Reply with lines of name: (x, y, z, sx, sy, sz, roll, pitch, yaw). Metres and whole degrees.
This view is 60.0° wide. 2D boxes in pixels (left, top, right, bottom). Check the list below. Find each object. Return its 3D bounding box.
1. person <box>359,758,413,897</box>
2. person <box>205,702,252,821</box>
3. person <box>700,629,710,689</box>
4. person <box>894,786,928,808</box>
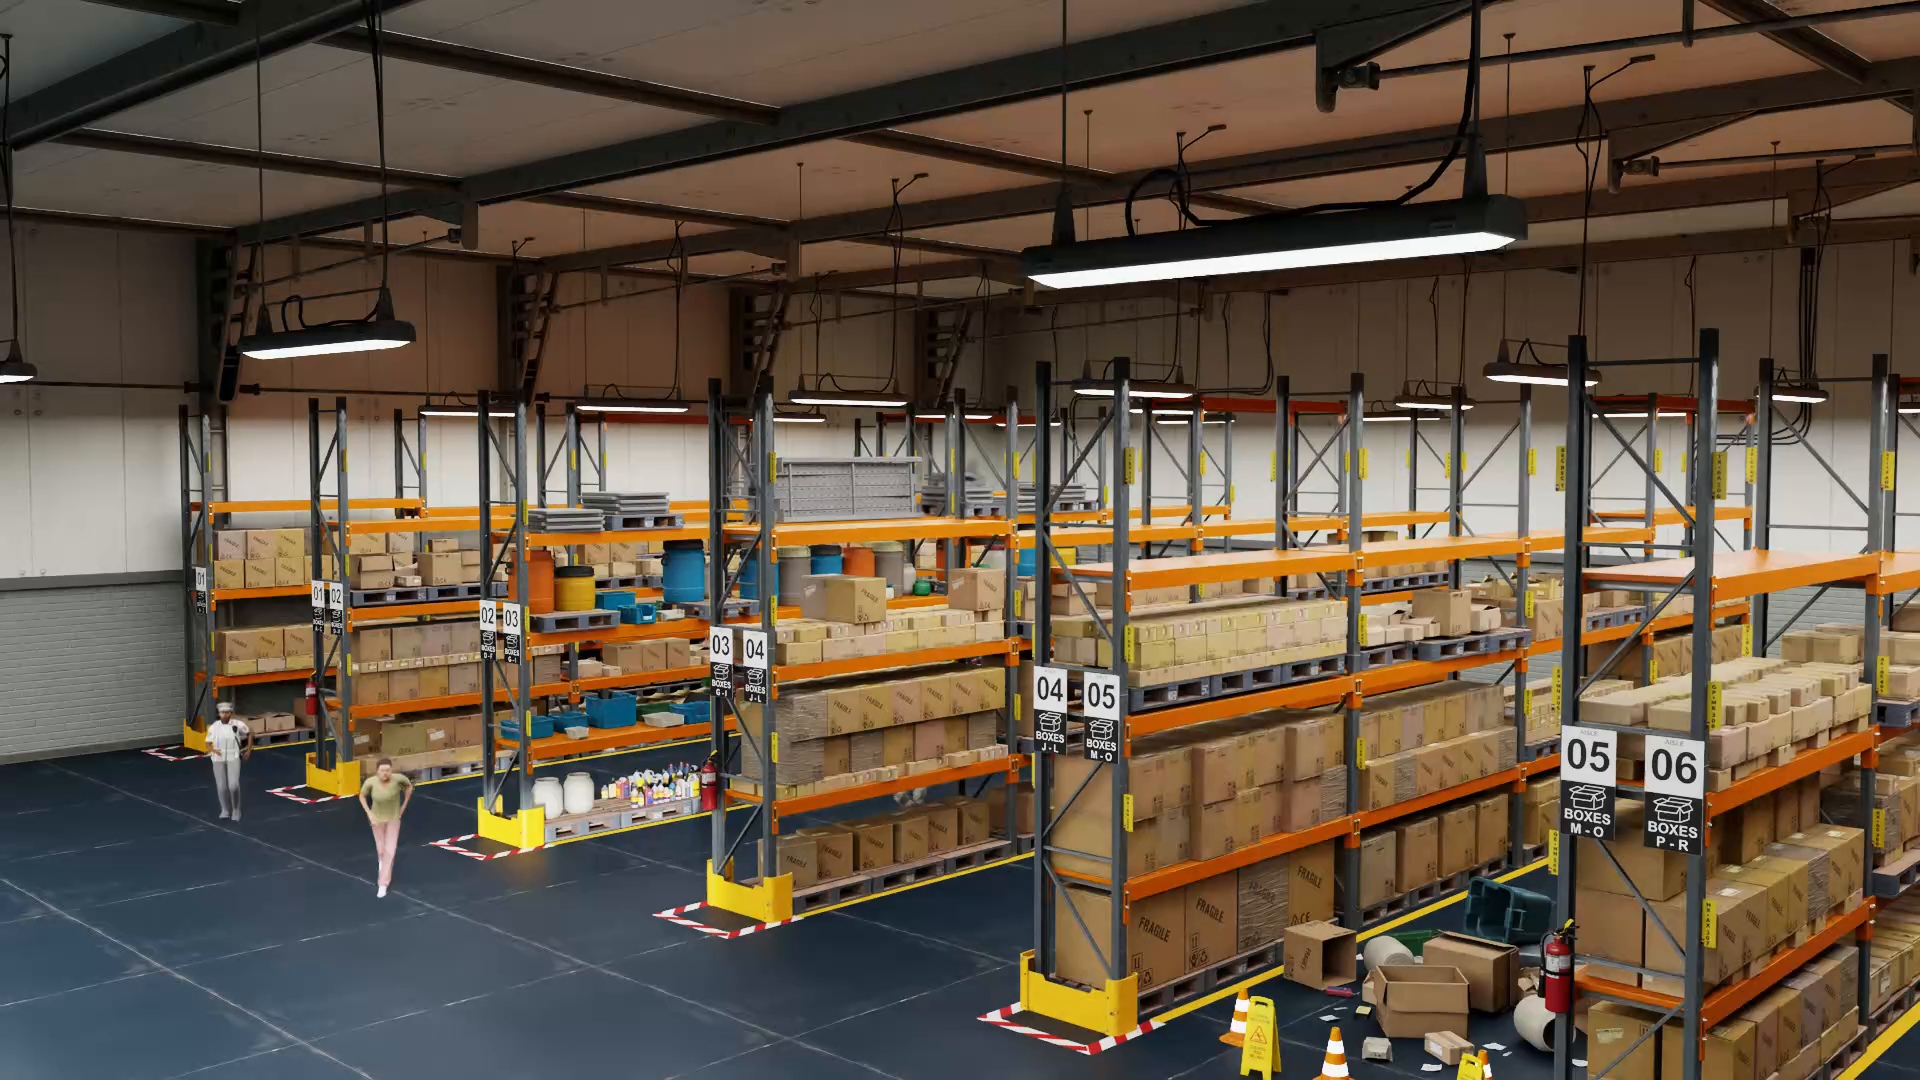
person: (-6.824, 3.341, 19.769, 0.595, 1.625, 0.952, -1, 3, -24)
person: (-10.236, 3.109, 23.276, 0.597, 1.710, 0.675, -1, 3, -20)
person: (-4.913, 2.565, 32.656, 0.608, 1.816, 0.747, 3, 4, 43)
person: (-0.637, 3.095, 22.410, 0.643, 1.743, 0.615, 2, 4, 33)
